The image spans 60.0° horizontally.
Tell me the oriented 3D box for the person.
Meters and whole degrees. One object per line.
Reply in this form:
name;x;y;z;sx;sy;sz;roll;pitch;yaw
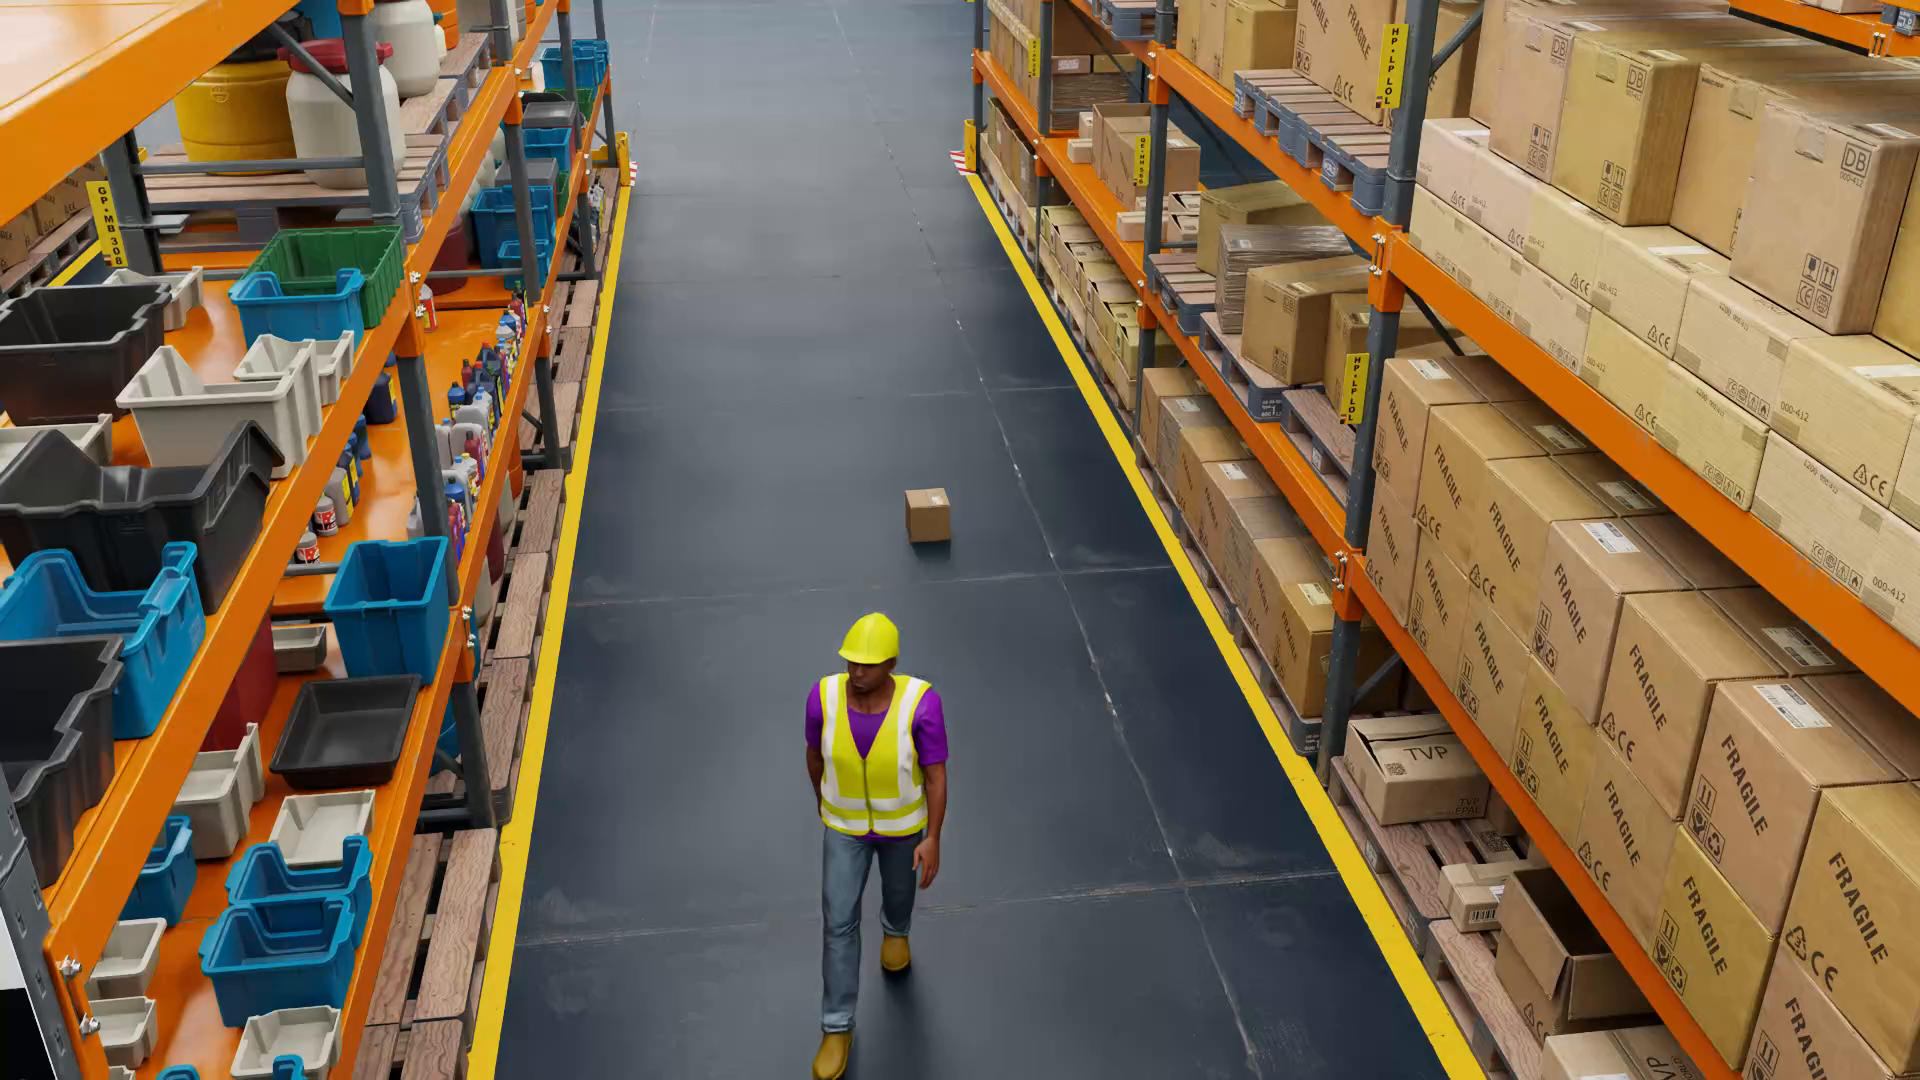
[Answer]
person;-0.330;1.133;6.368;0.567;1.679;0.968;1;27;2
